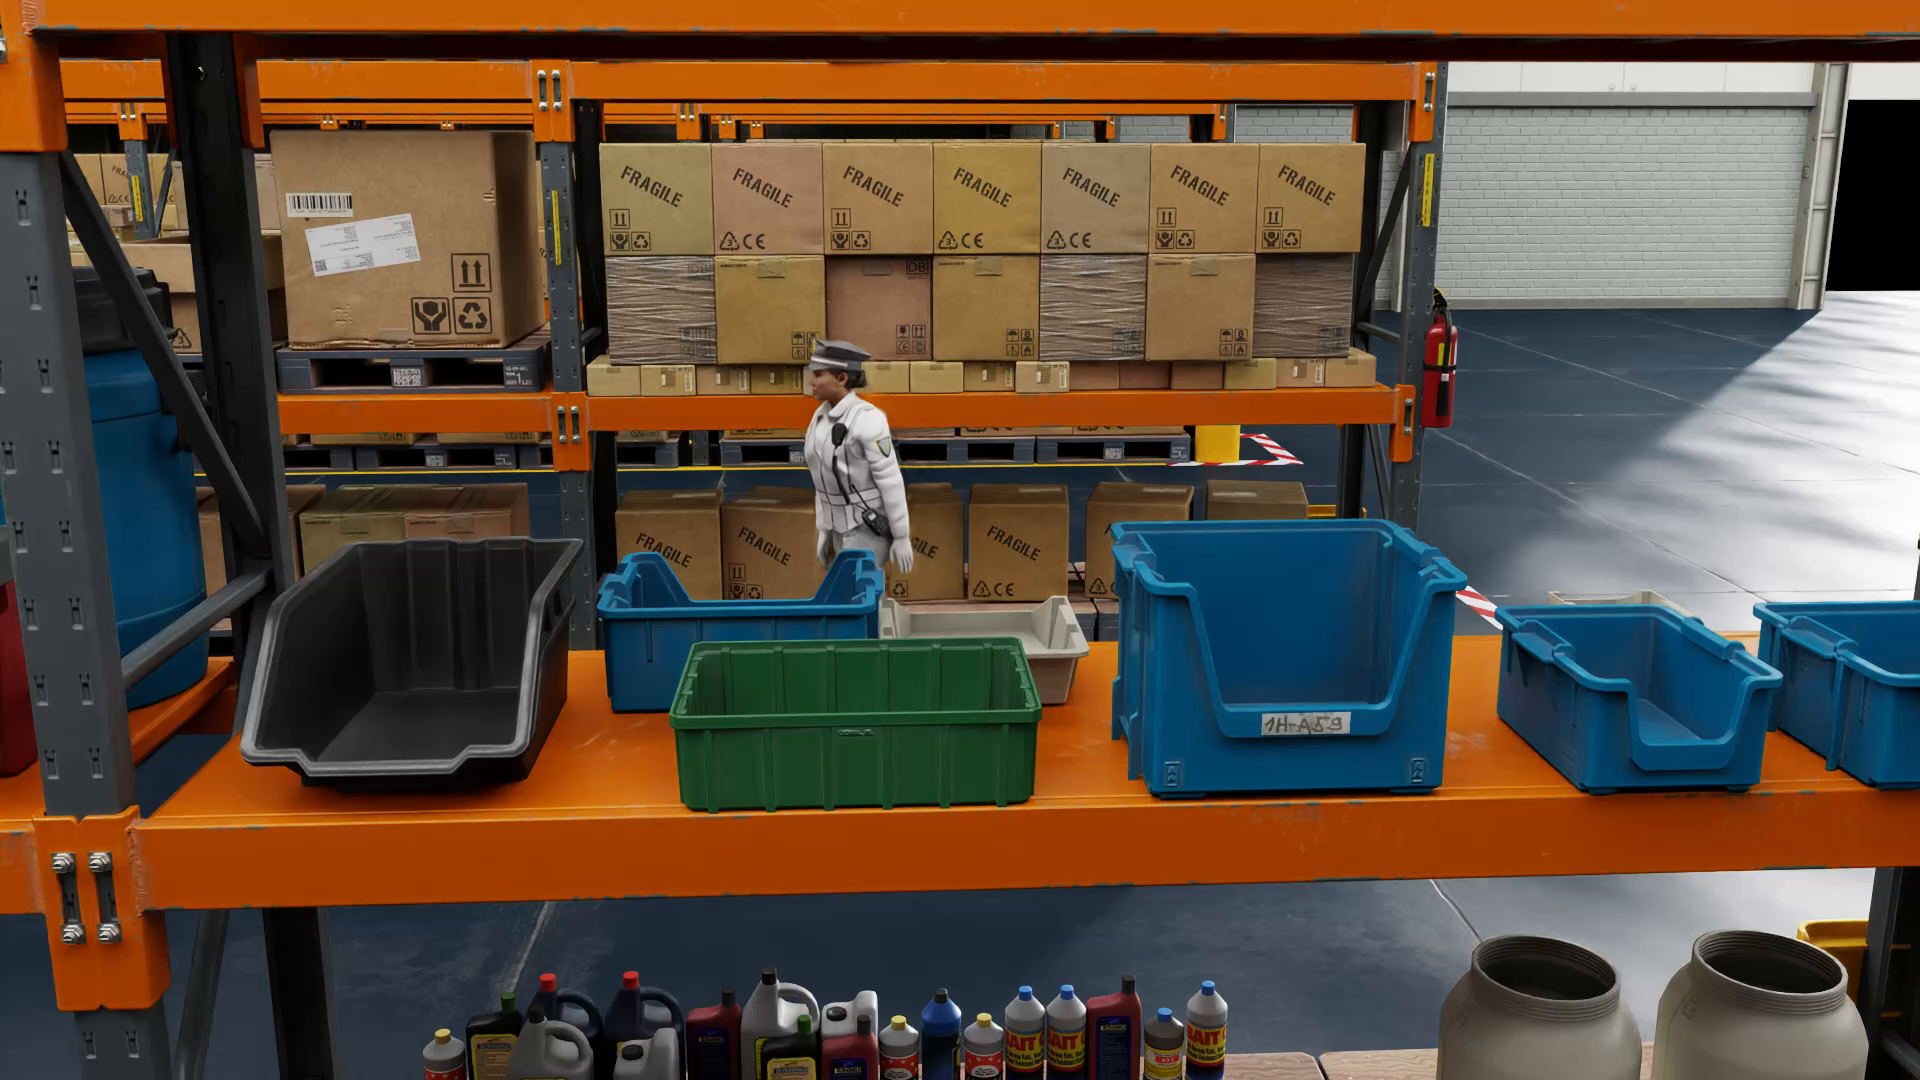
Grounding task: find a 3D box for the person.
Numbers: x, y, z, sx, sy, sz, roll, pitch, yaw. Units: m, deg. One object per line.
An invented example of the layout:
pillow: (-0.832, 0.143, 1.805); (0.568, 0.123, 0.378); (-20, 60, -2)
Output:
person: (-0.416, -0.019, 7.020); (0.511, 1.687, 0.510); (-8, 16, -29)
